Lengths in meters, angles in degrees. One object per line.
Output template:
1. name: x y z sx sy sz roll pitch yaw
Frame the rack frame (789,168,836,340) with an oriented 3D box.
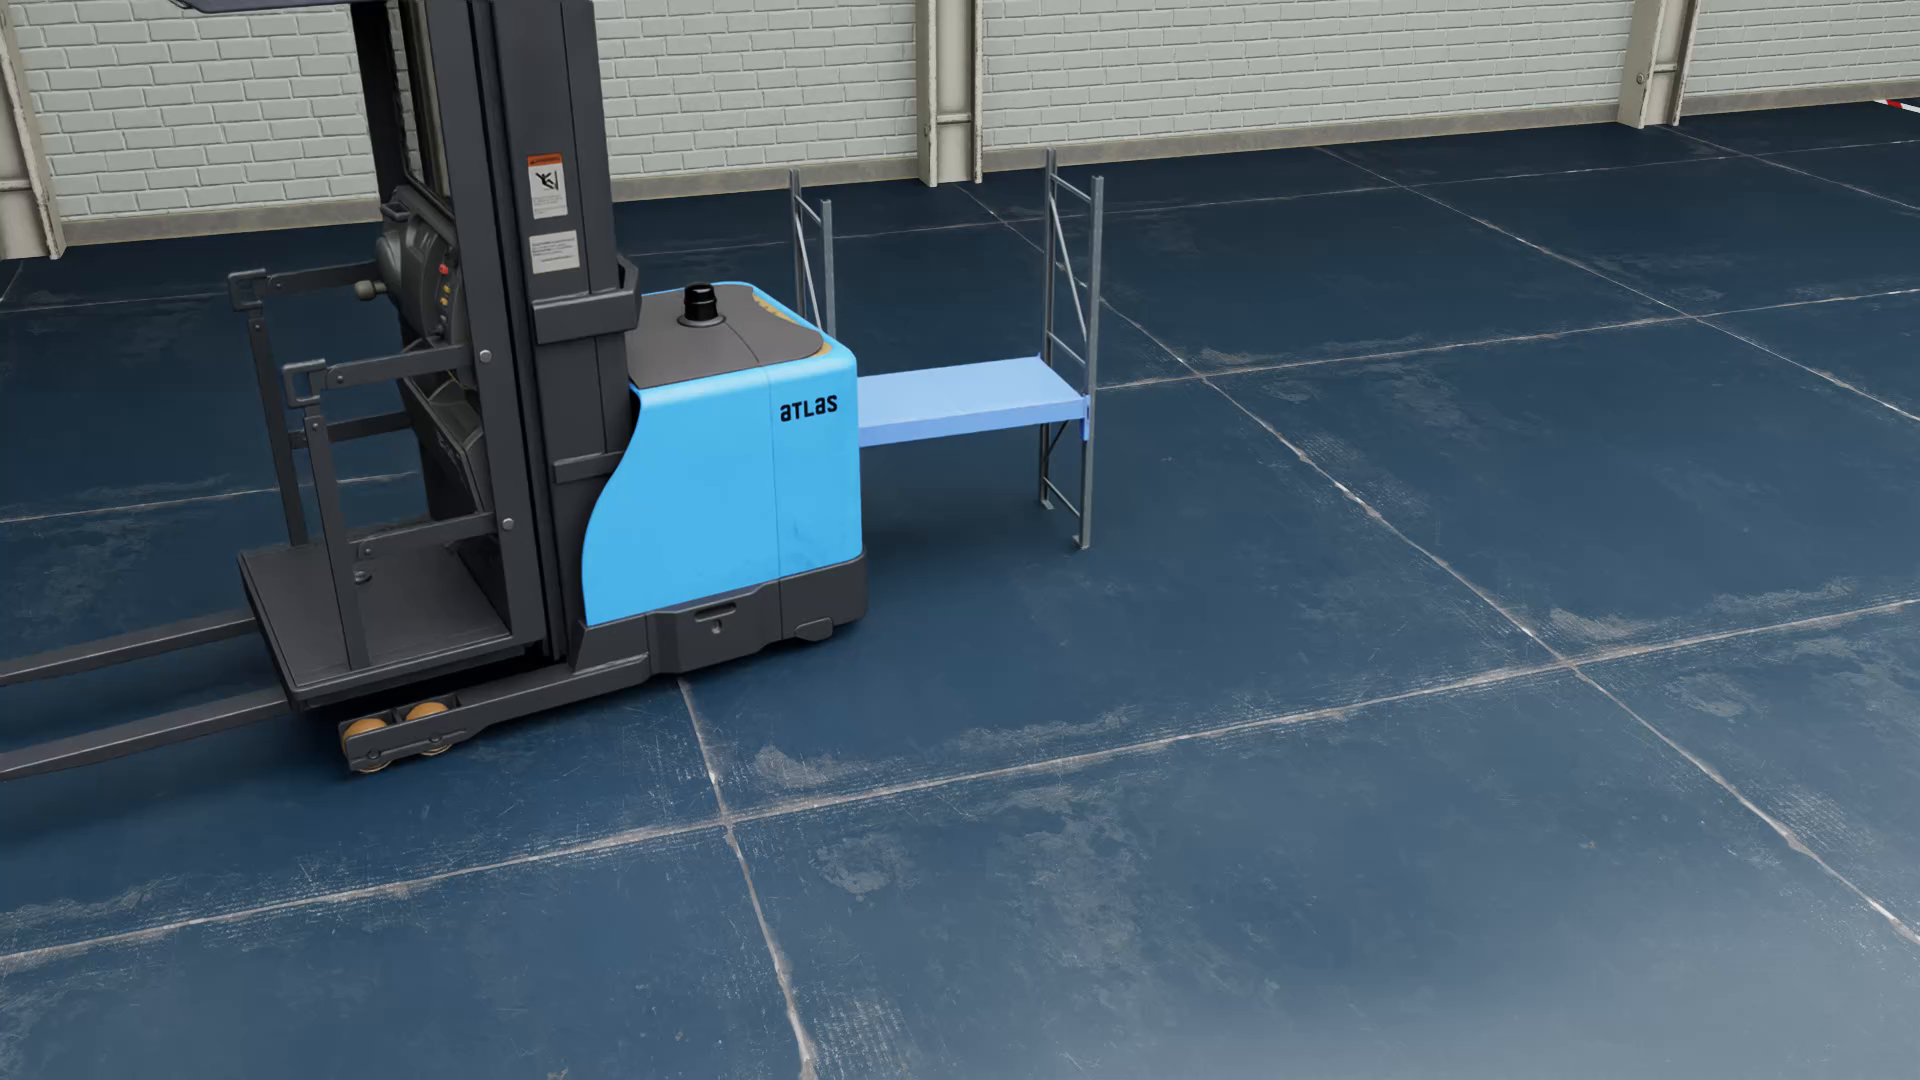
1. rack frame: -0.537 -0.597 6.266 0.032 1.500 0.500 -9 28 -17

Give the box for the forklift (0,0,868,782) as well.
1. forklift: -1.873 -0.846 5.158 3.031 2.935 1.130 -14 30 -26

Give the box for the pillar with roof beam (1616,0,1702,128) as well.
1. pillar with roof beam: 6.963 -5.633 7.978 0.400 9.000 9.100 -8 28 -16

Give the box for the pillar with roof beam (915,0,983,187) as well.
1. pillar with roof beam: 1.258 -4.807 6.313 0.400 9.000 9.100 -8 28 -16

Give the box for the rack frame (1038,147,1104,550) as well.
1. rack frame: 0.427 -0.741 6.556 0.032 1.500 0.500 -9 28 -17

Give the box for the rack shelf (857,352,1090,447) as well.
1. rack shelf: -0.055 -0.508 6.491 1.000 0.185 0.538 -9 28 -17

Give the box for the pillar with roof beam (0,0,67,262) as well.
1. pillar with roof beam: -4.447 -3.981 4.649 0.400 9.000 9.100 -8 28 -16

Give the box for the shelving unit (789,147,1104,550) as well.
1. shelving unit: -0.055 -0.669 6.411 1.048 1.500 0.538 -9 28 -17
